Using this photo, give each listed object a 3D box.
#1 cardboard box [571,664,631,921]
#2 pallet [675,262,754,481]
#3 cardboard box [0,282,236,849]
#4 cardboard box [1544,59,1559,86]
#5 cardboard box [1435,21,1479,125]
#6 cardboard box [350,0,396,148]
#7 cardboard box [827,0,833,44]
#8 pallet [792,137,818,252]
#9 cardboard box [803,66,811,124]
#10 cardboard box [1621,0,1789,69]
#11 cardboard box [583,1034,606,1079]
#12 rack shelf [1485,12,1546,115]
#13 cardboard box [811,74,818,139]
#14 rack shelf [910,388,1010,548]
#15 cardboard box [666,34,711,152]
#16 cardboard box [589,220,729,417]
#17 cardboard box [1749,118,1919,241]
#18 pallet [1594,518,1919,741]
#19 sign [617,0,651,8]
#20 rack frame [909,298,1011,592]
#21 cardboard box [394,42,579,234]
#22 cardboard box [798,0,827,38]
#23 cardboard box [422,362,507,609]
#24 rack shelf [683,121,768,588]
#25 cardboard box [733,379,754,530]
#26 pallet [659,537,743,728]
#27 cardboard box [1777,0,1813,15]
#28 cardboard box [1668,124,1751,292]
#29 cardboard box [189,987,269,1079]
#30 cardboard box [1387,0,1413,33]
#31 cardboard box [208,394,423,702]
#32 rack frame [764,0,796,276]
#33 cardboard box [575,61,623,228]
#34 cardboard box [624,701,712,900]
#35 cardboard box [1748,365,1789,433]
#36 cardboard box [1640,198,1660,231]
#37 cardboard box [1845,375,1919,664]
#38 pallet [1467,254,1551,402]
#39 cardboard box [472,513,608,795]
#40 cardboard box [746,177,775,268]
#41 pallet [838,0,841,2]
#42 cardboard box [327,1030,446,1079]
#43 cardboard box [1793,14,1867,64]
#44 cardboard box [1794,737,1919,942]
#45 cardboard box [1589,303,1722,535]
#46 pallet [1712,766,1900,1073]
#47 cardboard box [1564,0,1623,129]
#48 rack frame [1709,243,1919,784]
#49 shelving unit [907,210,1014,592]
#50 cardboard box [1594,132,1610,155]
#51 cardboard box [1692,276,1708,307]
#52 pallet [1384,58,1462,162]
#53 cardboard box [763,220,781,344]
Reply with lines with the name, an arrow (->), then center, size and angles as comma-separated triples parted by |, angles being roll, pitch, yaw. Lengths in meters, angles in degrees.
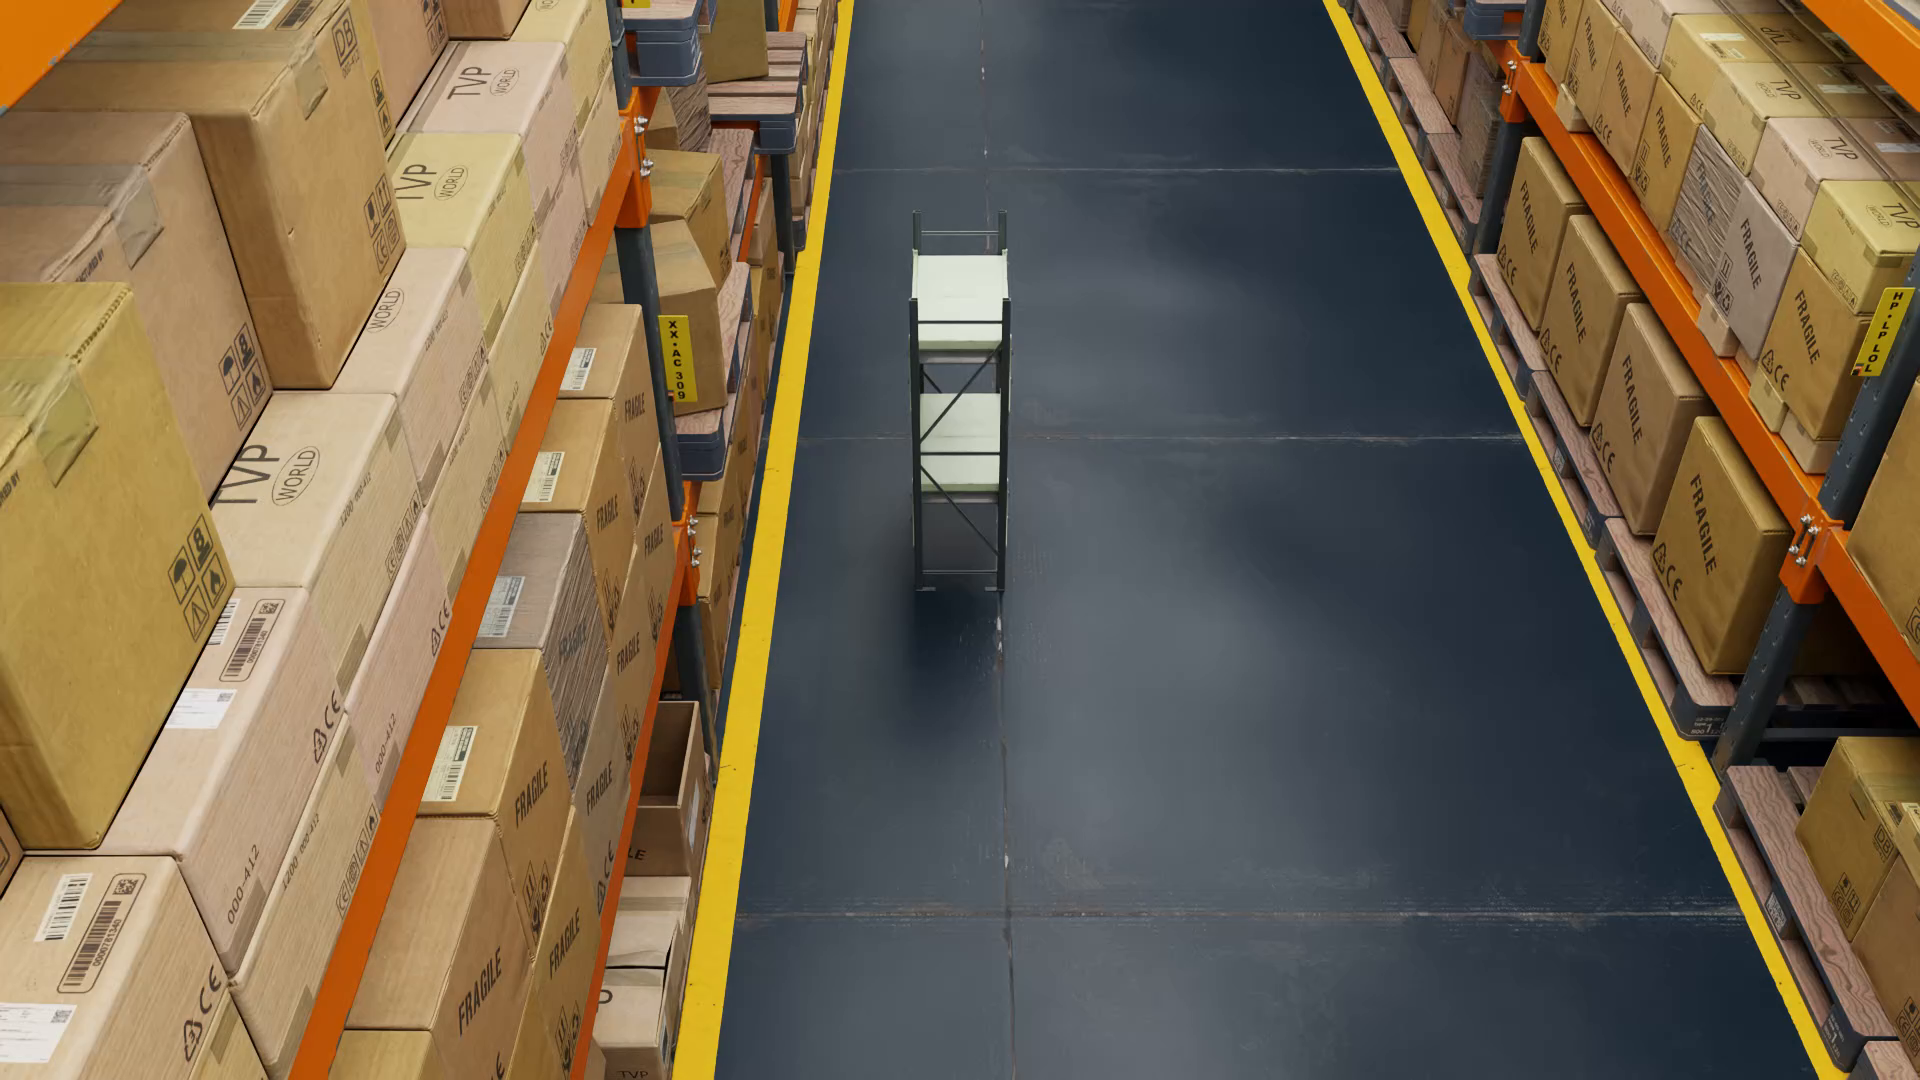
cardboard box -> -1.197, 0.675, 4.429 | 0.500, 0.500, 0.500 | 1, 39, 1
pallet -> -1.351, -0.667, 6.337 | 1.003, 0.211, 1.213 | 0, 39, 0
cardboard box -> -1.387, 0.025, 2.041 | 0.700, 0.500, 0.500 | 0, 39, 0
cardboard box -> 3.259, -2.453, 8.598 | 0.380, 0.149, 0.250 | -1, 39, -1
cardboard box -> 3.524, -3.029, 10.778 | 0.700, 0.500, 0.500 | 0, 39, 0
cardboard box -> -1.555, -0.912, 3.212 | 0.700, 0.500, 0.500 | 0, 39, 0
cardboard box -> -1.179, -3.761, 11.907 | 0.500, 0.250, 0.500 | -1, 39, -1
pallet -> -1.426, -2.170, 10.289 | 1.003, 0.211, 1.213 | 0, 39, 0
cardboard box -> -1.180, -2.710, 10.147 | 0.500, 0.311, 0.500 | -1, 39, -1
cardboard box -> 3.239, -2.272, 7.253 | 0.500, 0.250, 0.500 | 0, 39, 0
cardboard box -> -1.452, 1.735, 4.831 | 0.797, 0.503, 0.637 | 0, 39, 0
rack shelf -> 3.488, -3.720, 10.568 | 1.077, 0.370, 4.000 | 0, 39, 0
cardboard box -> -1.179, -2.802, 10.710 | 0.500, 0.250, 0.500 | -1, 39, -1
rack shelf -> 0.000, -0.335, 7.490 | 0.431, 0.370, 0.720 | 0, 39, 0
cardboard box -> -1.540, -1.981, 7.407 | 0.700, 0.500, 0.500 | 7, 39, 8
cardboard box -> -1.236, -0.742, 5.861 | 0.700, 0.500, 0.500 | -13, 40, -15
cardboard box -> 3.247, -1.315, 6.059 | 0.500, 0.250, 0.500 | 1, 39, 1
pallet -> 3.418, 0.357, 7.135 | 1.003, 0.211, 1.213 | 0, 39, 0
sign -> -0.916, -1.620, 4.560 | 0.100, 0.325, 0.005 | 0, 39, 0
rack frame -> 0.000, -0.361, 7.001 | 0.400, 1.500, 0.023 | 0, 39, 0
cardboard box -> -1.190, -0.933, 3.837 | 0.500, 0.250, 0.500 | 0, 39, 0
cardboard box -> -1.176, -3.664, 11.338 | 0.500, 0.311, 0.500 | 0, 39, 0
cardboard box -> -1.198, -0.112, 3.213 | 0.500, 0.250, 0.500 | 0, 39, 0
rack shelf -> -1.461, -1.212, 7.439 | 1.077, 0.370, 4.000 | 0, 39, 0
cardboard box -> -1.221, -0.387, 7.482 | 0.500, 0.500, 0.500 | 0, 39, 0
pallet -> -1.498, 0.337, 7.160 | 1.003, 0.211, 1.213 | 0, 39, 0
cardboard box -> 3.744, -2.277, 7.259 | 0.500, 0.250, 0.500 | -1, 39, -1
cardboard box -> 3.239, -1.333, 6.681 | 0.500, 0.500, 0.500 | 0, 39, 0
cardboard box -> -1.201, 0.826, 2.042 | 0.500, 0.250, 0.500 | 0, 39, 0
cardboard box -> 3.503, -3.987, 11.974 | 0.700, 0.500, 0.500 | 1, 39, 1
cardboard box -> -1.195, 0.005, 2.666 | 0.500, 0.250, 0.500 | 0, 39, 0
rack frame -> -1.464, -2.744, 8.775 | 1.000, 3.000, 0.127 | 0, 39, 0
cardboard box -> -1.192, -1.050, 4.383 | 0.500, 0.250, 0.500 | 0, 39, 0
cardboard box -> -1.175, 0.918, 5.853 | 0.500, 0.500, 0.500 | 0, 39, 0
cardboard box -> 3.187, -0.527, 6.194 | 0.380, 0.149, 0.250 | 1, 39, 1
cardboard box -> 3.271, -1.494, 7.401 | 0.380, 0.149, 0.250 | 0, 39, 0
cardboard box -> 3.479, -0.026, 5.144 | 0.980, 0.700, 0.700 | 1, 39, 1
pallet -> 3.416, -1.168, 9.039 | 1.003, 0.211, 1.213 | 0, 39, 0
cardboard box -> -1.196, 0.280, 4.122 | 0.500, 0.500, 0.500 | 0, 39, 0
cardboard box -> -1.224, -1.613, 8.411 | 0.500, 0.250, 0.500 | 1, 39, 2
pallet -> -1.427, -4.654, 13.389 | 1.003, 0.211, 1.213 | 0, 39, 0
cardboard box -> -1.199, 1.225, 2.943 | 0.500, 0.500, 0.500 | 0, 39, 0
cardboard box -> 3.745, -1.959, 6.862 | 0.500, 0.250, 0.500 | -1, 39, -1
cardboard box -> 3.393, 1.031, 5.728 | 0.700, 0.500, 0.500 | 0, 39, 1
cardboard box -> 3.360, -0.535, 7.403 | 0.750, 0.750, 0.750 | 1, 39, 1
pallet -> 3.417, 1.316, 5.940 | 1.003, 0.211, 1.213 | 0, 39, 0
cardboard box -> 3.226, -2.281, 7.864 | 0.500, 0.500, 0.500 | 1, 39, 1
rack frame -> 3.495, -0.248, 5.661 | 1.000, 3.000, 0.127 | 0, 39, 0
shelving unit -> 0.000, -0.589, 7.286 | 0.431, 1.500, 0.755 | 0, 39, 0
cardboard box -> 3.290, -1.972, 7.997 | 0.380, 0.149, 0.250 | 0, 39, 0
cardboard box -> 3.239, -1.007, 6.793 | 0.380, 0.149, 0.250 | 0, 39, 0
pallet -> 3.492, -2.911, 11.214 | 1.003, 0.211, 1.213 | 0, 39, 0
cardboard box -> -1.228, -1.355, 8.690 | 0.500, 0.500, 0.500 | 1, 39, 2
